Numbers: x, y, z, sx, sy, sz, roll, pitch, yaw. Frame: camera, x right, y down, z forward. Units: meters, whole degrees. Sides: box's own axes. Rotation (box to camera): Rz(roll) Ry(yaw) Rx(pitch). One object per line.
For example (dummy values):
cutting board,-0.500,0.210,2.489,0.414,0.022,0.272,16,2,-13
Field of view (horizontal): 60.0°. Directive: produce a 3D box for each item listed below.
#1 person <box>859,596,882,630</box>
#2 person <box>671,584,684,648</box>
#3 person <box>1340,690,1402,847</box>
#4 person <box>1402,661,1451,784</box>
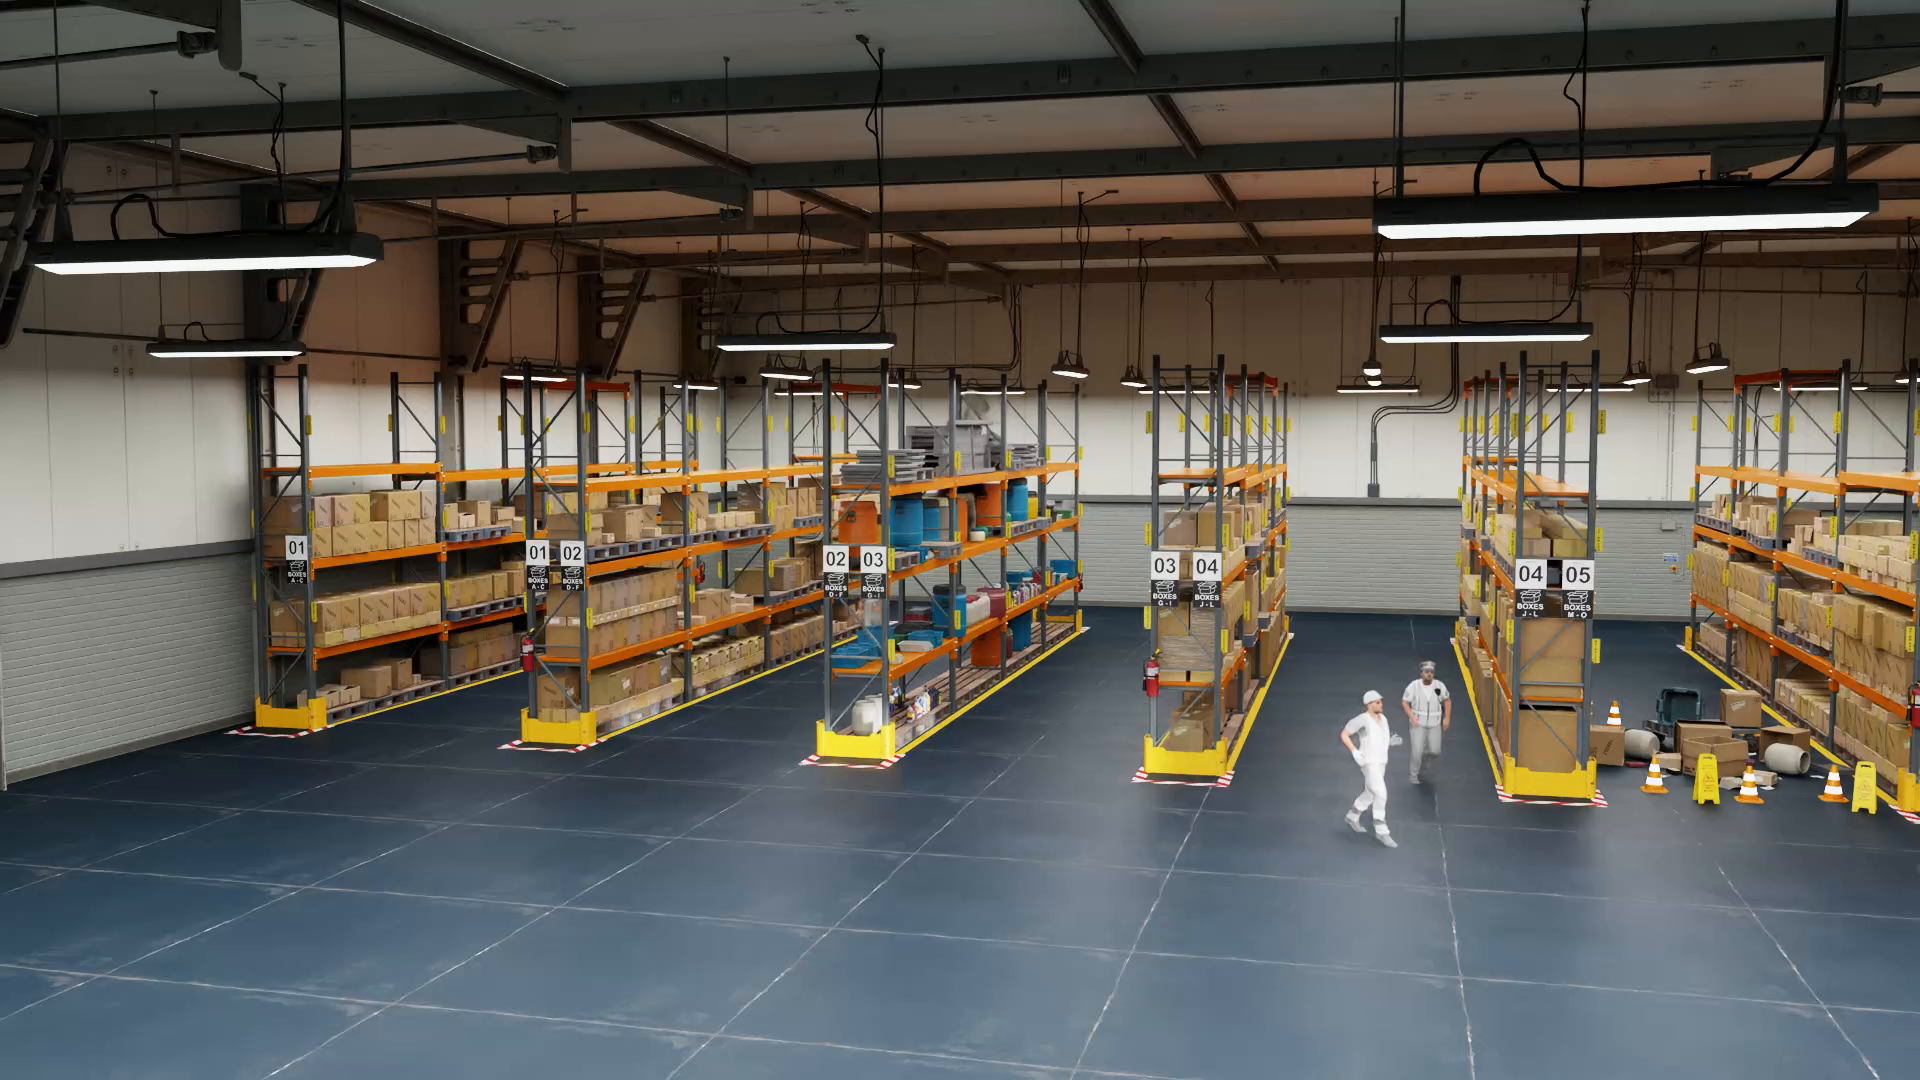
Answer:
person,-1.763,1.610,33.061,0.537,1.708,0.656,0,4,1
person,-5.811,1.773,34.073,0.682,1.735,0.654,1,4,13
person,4.960,2.718,20.033,0.640,1.824,0.815,-4,5,-43
person,6.533,2.542,23.285,0.683,1.733,0.616,0,4,7
